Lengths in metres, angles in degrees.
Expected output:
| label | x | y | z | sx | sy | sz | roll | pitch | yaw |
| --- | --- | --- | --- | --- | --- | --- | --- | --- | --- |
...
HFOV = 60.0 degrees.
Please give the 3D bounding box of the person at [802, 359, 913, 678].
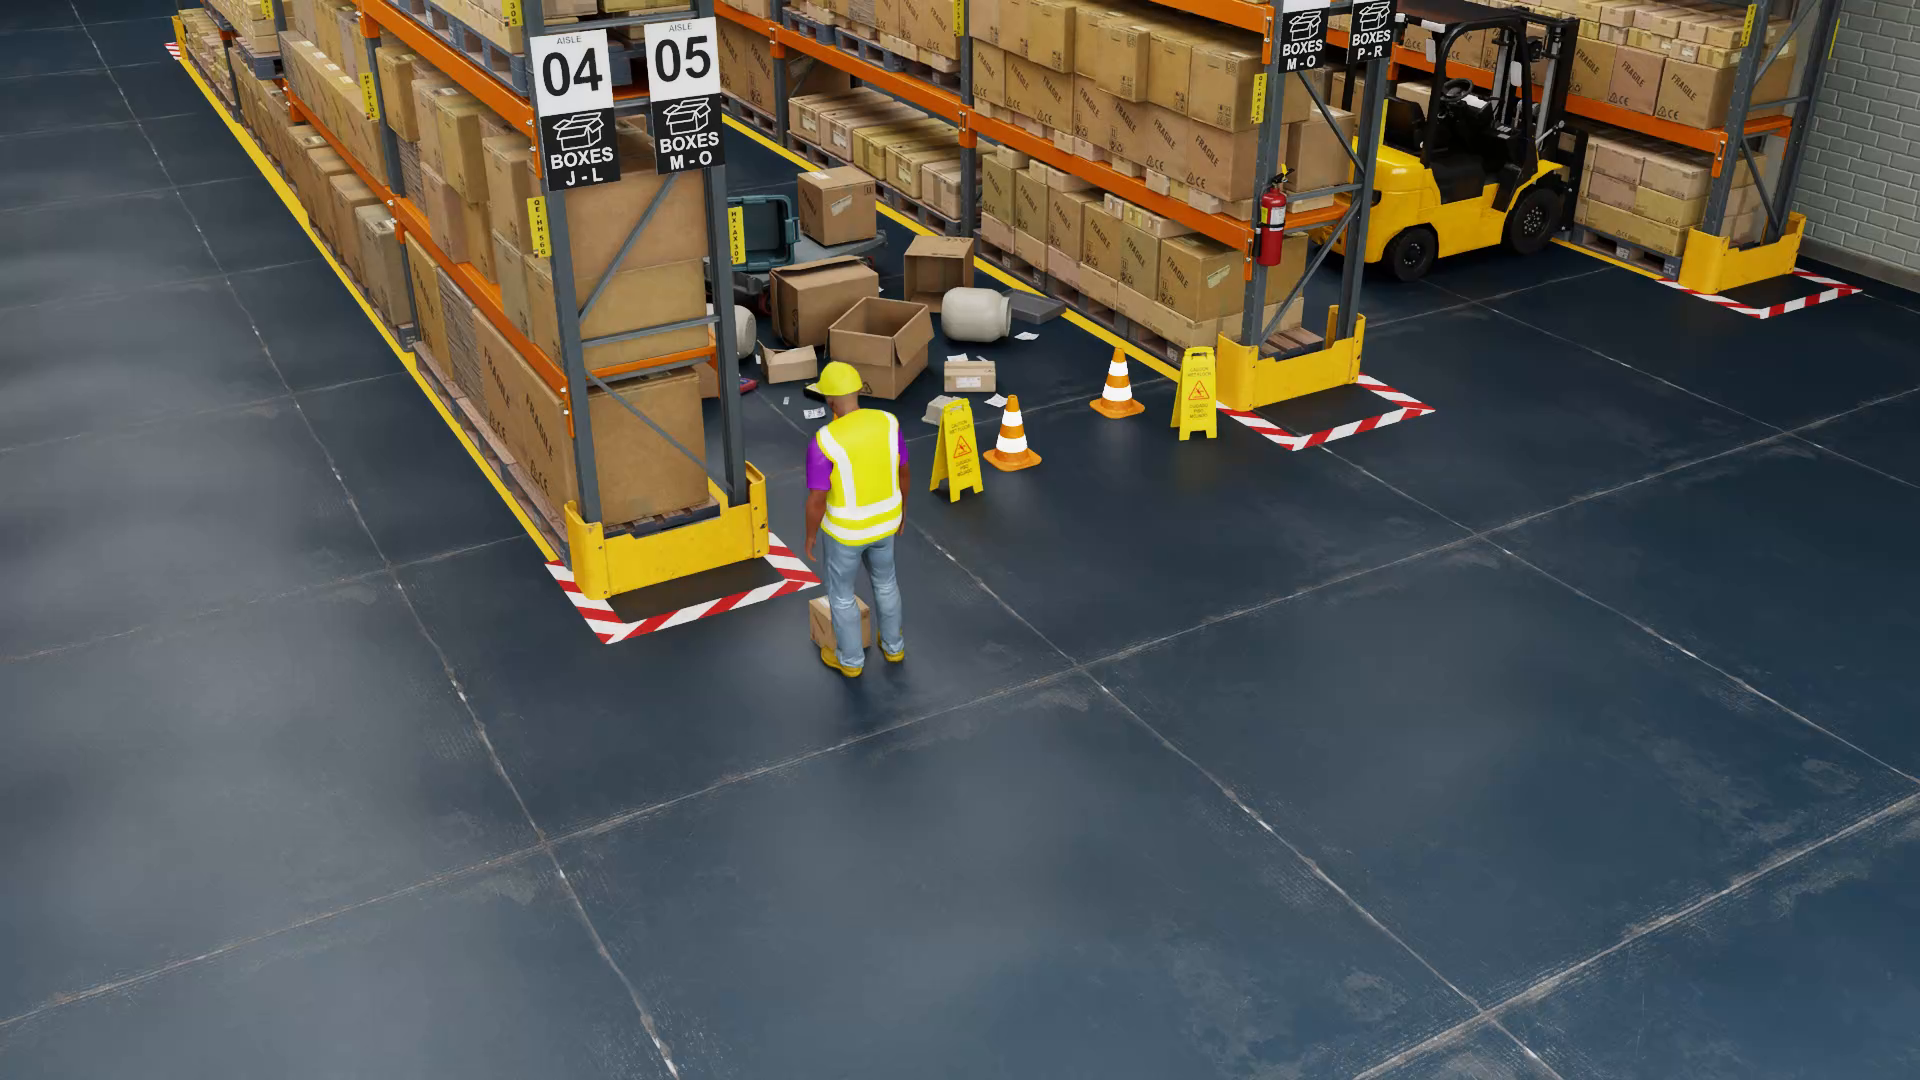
| label | x | y | z | sx | sy | sz | roll | pitch | yaw |
| --- | --- | --- | --- | --- | --- | --- | --- | --- | --- |
| person | -0.539 | -0.109 | 8.742 | 0.627 | 1.761 | 0.456 | -16 | 32 | -26 |
